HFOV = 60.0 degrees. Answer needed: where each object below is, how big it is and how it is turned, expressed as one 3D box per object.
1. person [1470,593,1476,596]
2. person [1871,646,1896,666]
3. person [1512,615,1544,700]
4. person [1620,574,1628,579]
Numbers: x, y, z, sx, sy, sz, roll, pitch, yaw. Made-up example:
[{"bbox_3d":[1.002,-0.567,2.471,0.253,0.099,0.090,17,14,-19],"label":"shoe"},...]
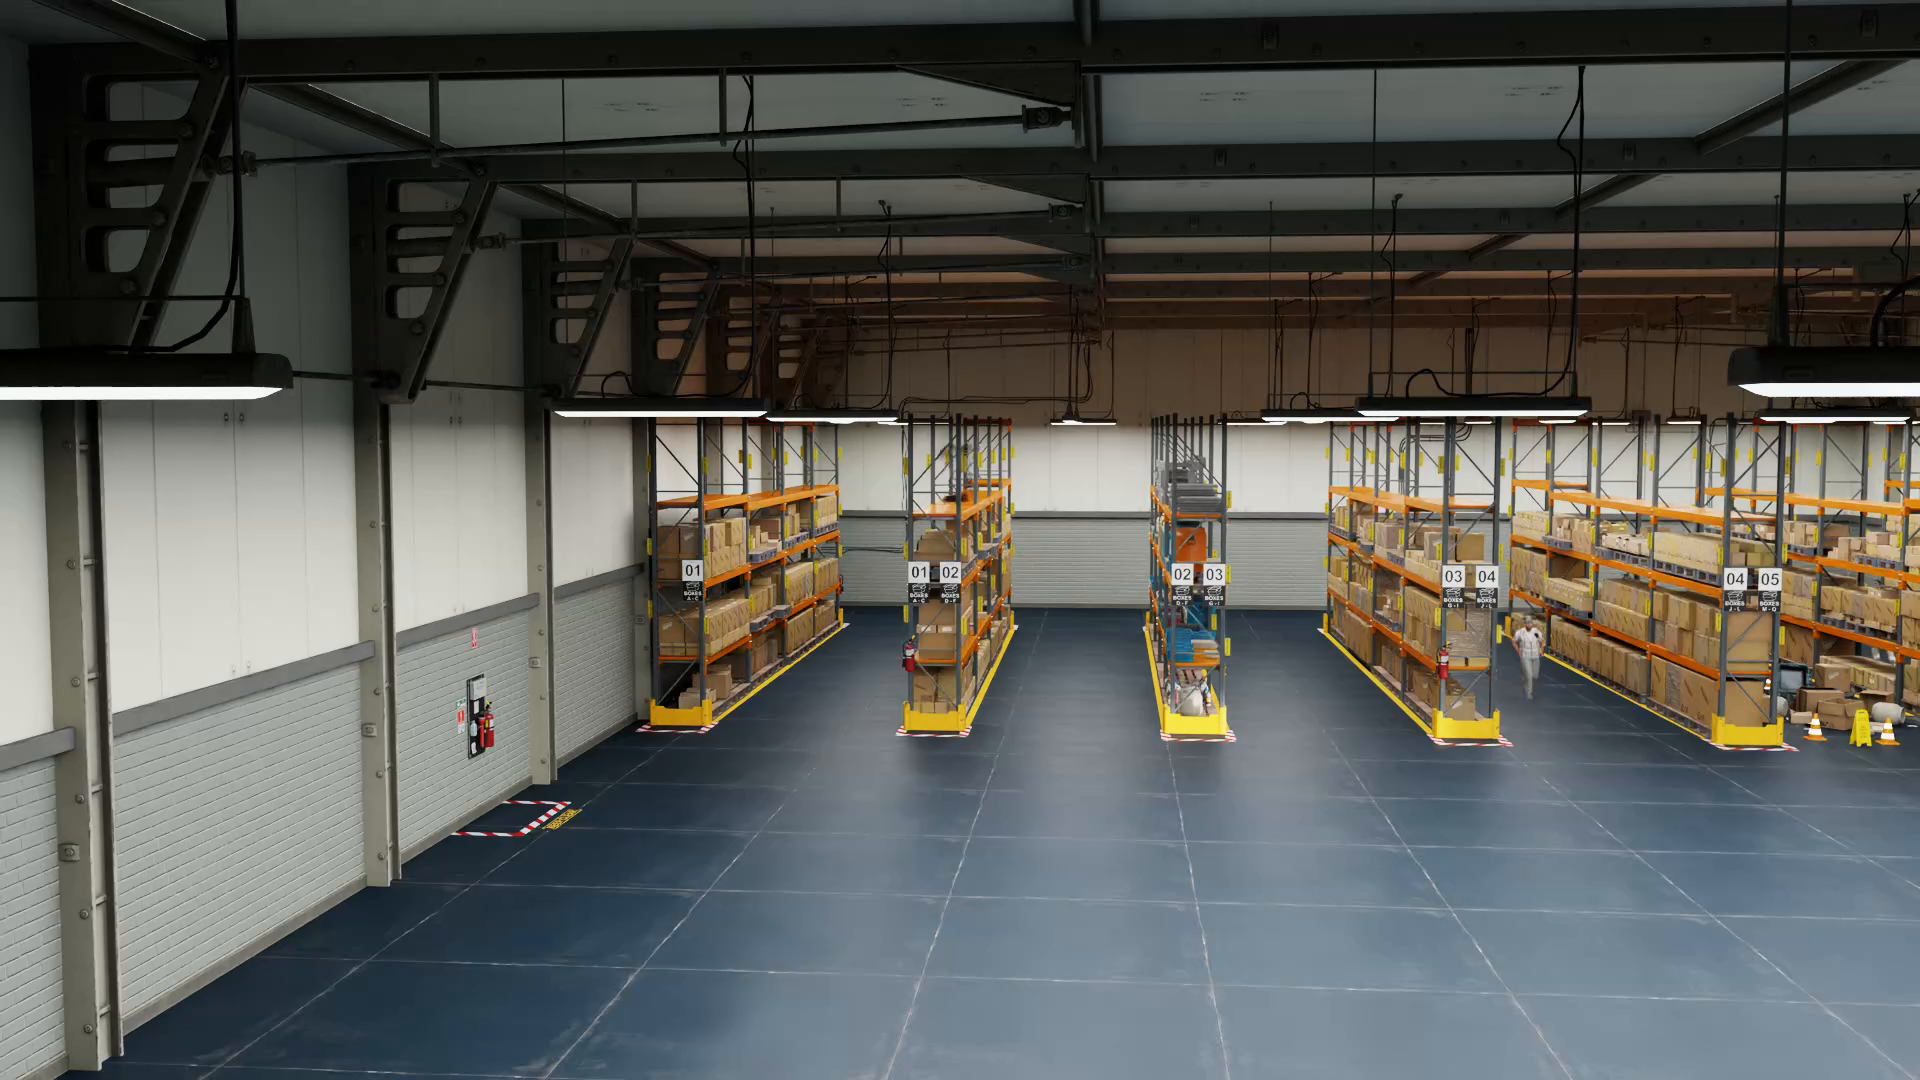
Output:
[{"bbox_3d":[14.237,1.774,46.461,0.611,1.727,0.752,3,5,39],"label":"person"},{"bbox_3d":[21.477,2.236,38.610,0.588,1.831,0.835,0,4,3],"label":"person"},{"bbox_3d":[12.097,2.477,35.380,0.657,1.774,0.708,0,4,3],"label":"person"},{"bbox_3d":[18.752,1.765,47.129,0.545,1.589,0.606,0,4,2],"label":"person"}]
